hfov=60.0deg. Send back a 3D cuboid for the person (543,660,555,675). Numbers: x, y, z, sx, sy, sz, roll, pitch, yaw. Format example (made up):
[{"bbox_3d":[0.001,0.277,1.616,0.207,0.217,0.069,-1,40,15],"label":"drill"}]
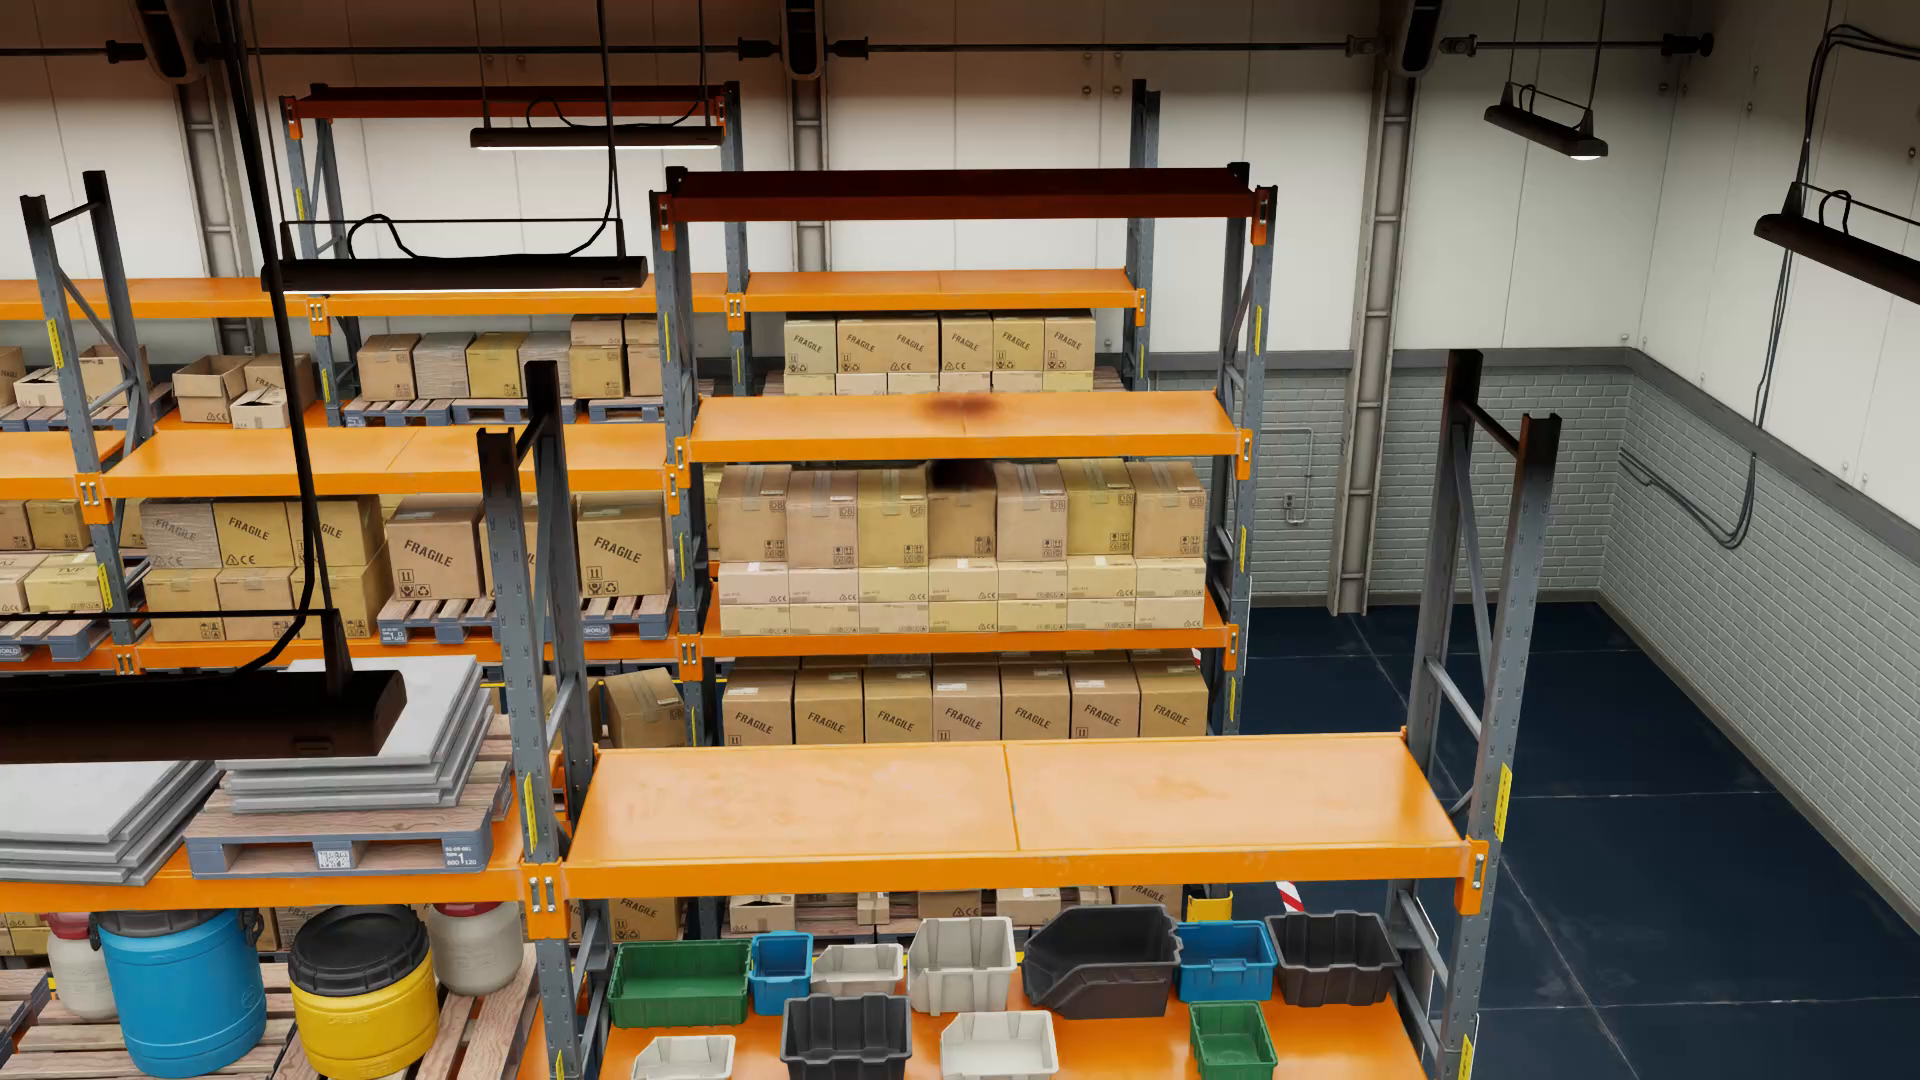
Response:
[{"bbox_3d":[-4.052,1.077,16.262,0.563,1.696,0.346,4,22,9],"label":"person"}]
